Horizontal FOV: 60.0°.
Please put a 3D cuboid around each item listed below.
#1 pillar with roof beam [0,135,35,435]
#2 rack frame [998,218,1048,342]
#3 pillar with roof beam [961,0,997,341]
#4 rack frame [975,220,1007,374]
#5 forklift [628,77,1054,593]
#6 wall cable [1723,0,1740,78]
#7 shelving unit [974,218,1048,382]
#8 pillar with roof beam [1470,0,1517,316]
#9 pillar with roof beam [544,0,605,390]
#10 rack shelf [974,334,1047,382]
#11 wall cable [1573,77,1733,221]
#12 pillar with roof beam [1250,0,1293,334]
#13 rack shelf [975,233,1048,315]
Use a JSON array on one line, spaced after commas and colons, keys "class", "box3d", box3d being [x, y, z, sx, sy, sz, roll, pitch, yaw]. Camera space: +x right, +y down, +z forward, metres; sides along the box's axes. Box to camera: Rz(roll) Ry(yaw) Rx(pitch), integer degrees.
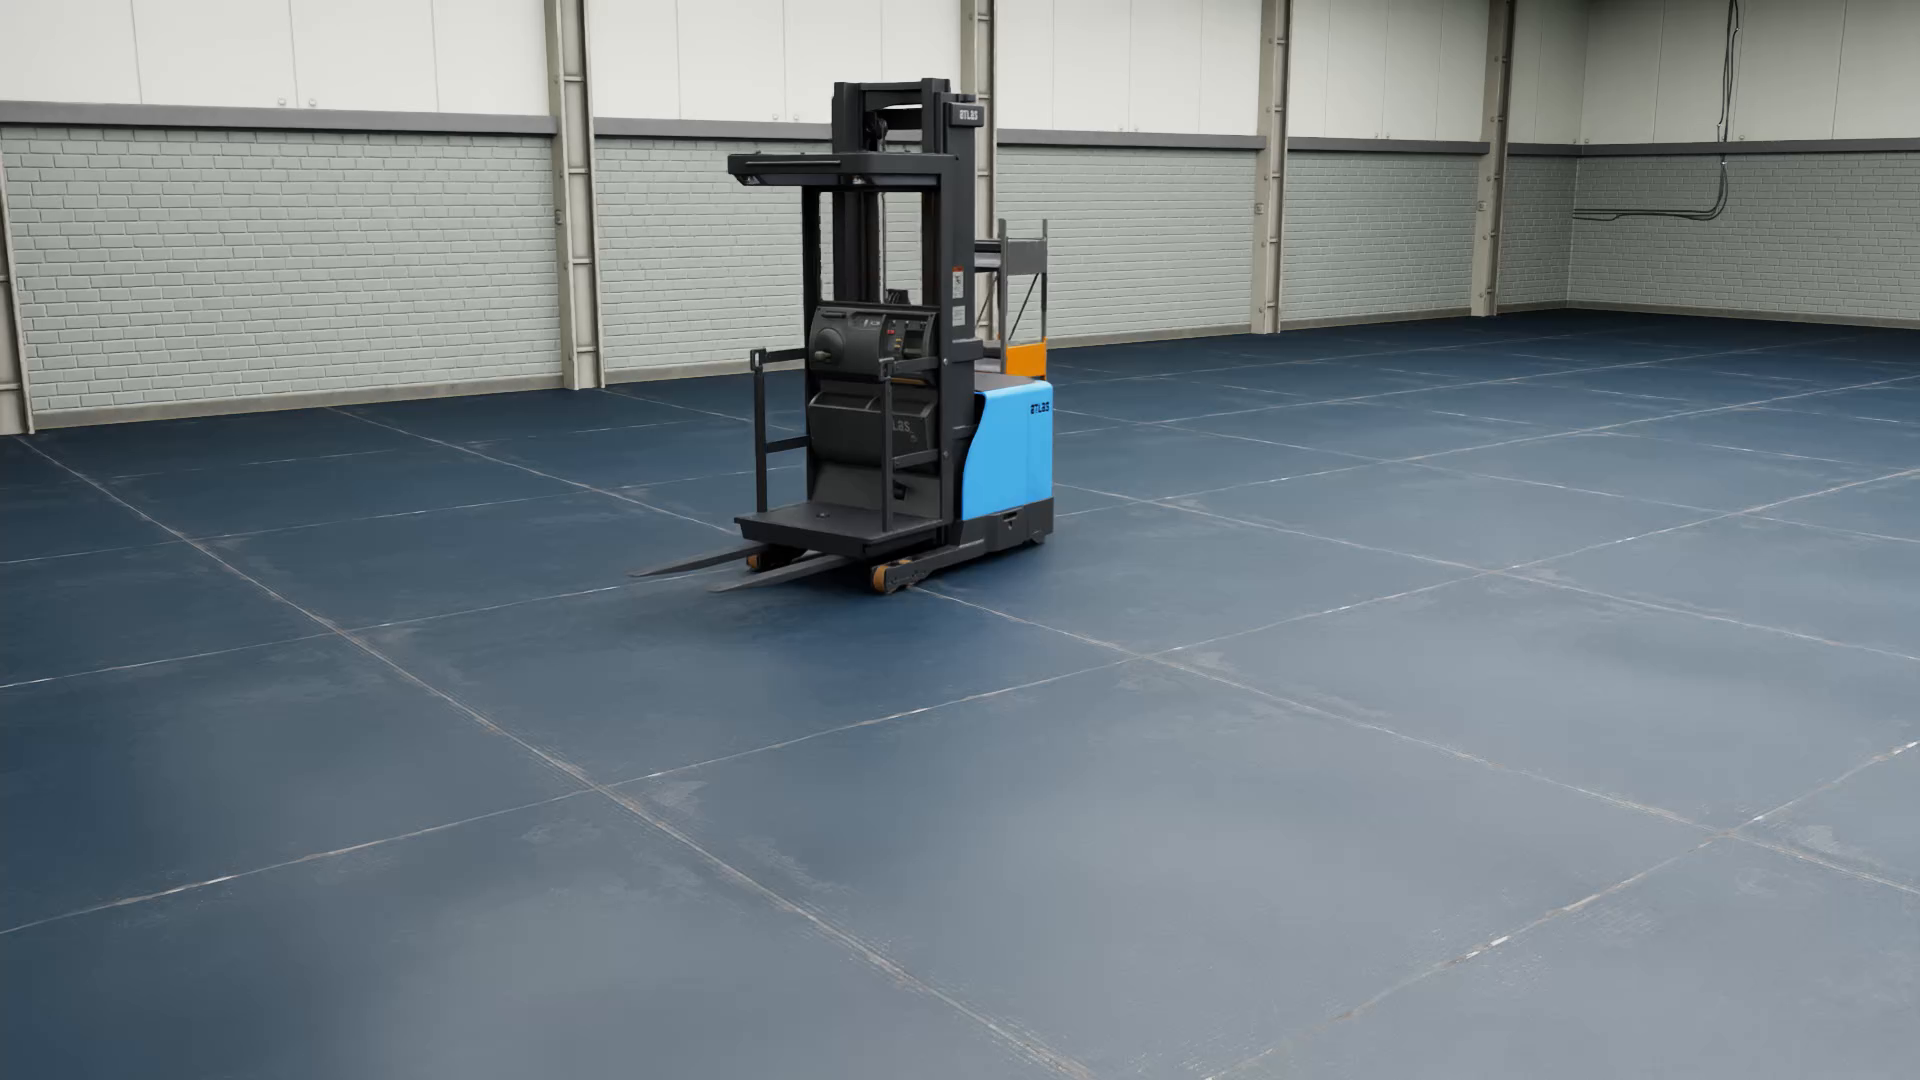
[{"class": "pillar with roof beam", "box3d": [-6.427, -4.725, 11.714, 0.400, 9.000, 9.100, -9, 15, -38]}, {"class": "rack frame", "box3d": [0.433, -1.185, 11.654, 0.400, 2.100, 0.015, 9, 15, 36]}, {"class": "pillar with roof beam", "box3d": [2.944, -6.282, 19.047, 0.400, 9.000, 9.100, -9, 15, -38]}, {"class": "rack frame", "box3d": [0.143, -1.104, 11.271, 0.400, 2.100, 0.015, 9, 15, 36]}, {"class": "forklift", "box3d": [-0.660, -1.237, 9.896, 1.130, 2.935, 3.031, 9, 15, 36]}, {"class": "wall cable", "box3d": [14.441, -9.218, 28.190, 0.112, 2.526, 3.097, -9, 15, -38]}, {"class": "shelving unit", "box3d": [0.288, -1.144, 11.462, 0.431, 2.100, 0.503, 9, 15, 36]}, {"class": "pillar with roof beam", "box3d": [12.314, -7.839, 26.380, 0.400, 9.000, 9.100, -9, 15, -38]}, {"class": "pillar with roof beam", "box3d": [-1.742, -5.503, 15.381, 0.400, 9.000, 9.100, -9, 15, -38]}, {"class": "rack shelf", "box3d": [0.288, -1.131, 11.465, 0.431, 0.518, 0.480, 9, 15, 36]}, {"class": "wall cable", "box3d": [12.751, -7.186, 30.781, 0.112, 2.526, 3.097, -9, 15, -38]}, {"class": "pillar with roof beam", "box3d": [7.629, -7.060, 22.714, 0.400, 9.000, 9.100, -9, 15, -38]}, {"class": "rack shelf", "box3d": [0.288, -1.816, 11.320, 0.431, 0.518, 0.480, 9, 15, 36]}]
